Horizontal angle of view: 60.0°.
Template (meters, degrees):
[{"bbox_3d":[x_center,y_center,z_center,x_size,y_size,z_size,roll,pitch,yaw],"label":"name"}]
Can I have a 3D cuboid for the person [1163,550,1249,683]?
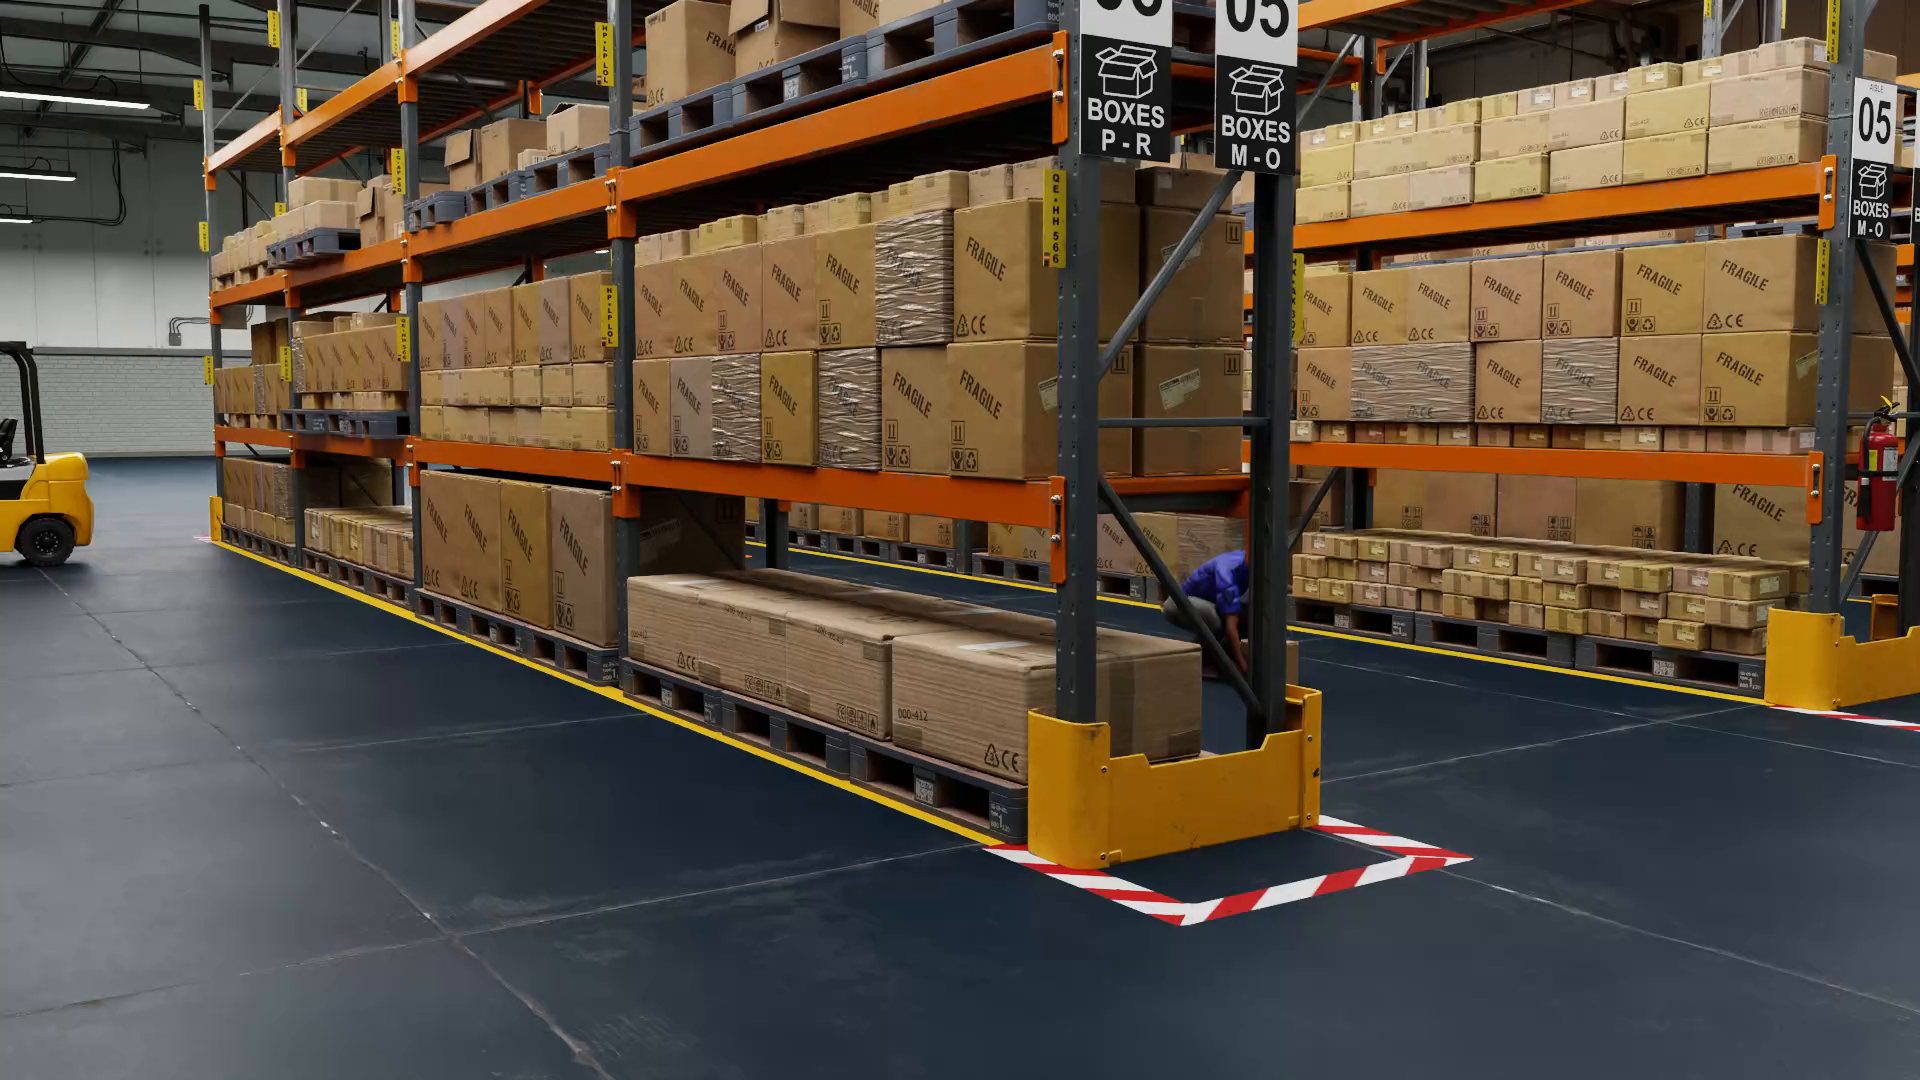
[{"bbox_3d":[1.540,0.403,9.559,0.471,0.810,0.811,-3,6,-34],"label":"person"}]
